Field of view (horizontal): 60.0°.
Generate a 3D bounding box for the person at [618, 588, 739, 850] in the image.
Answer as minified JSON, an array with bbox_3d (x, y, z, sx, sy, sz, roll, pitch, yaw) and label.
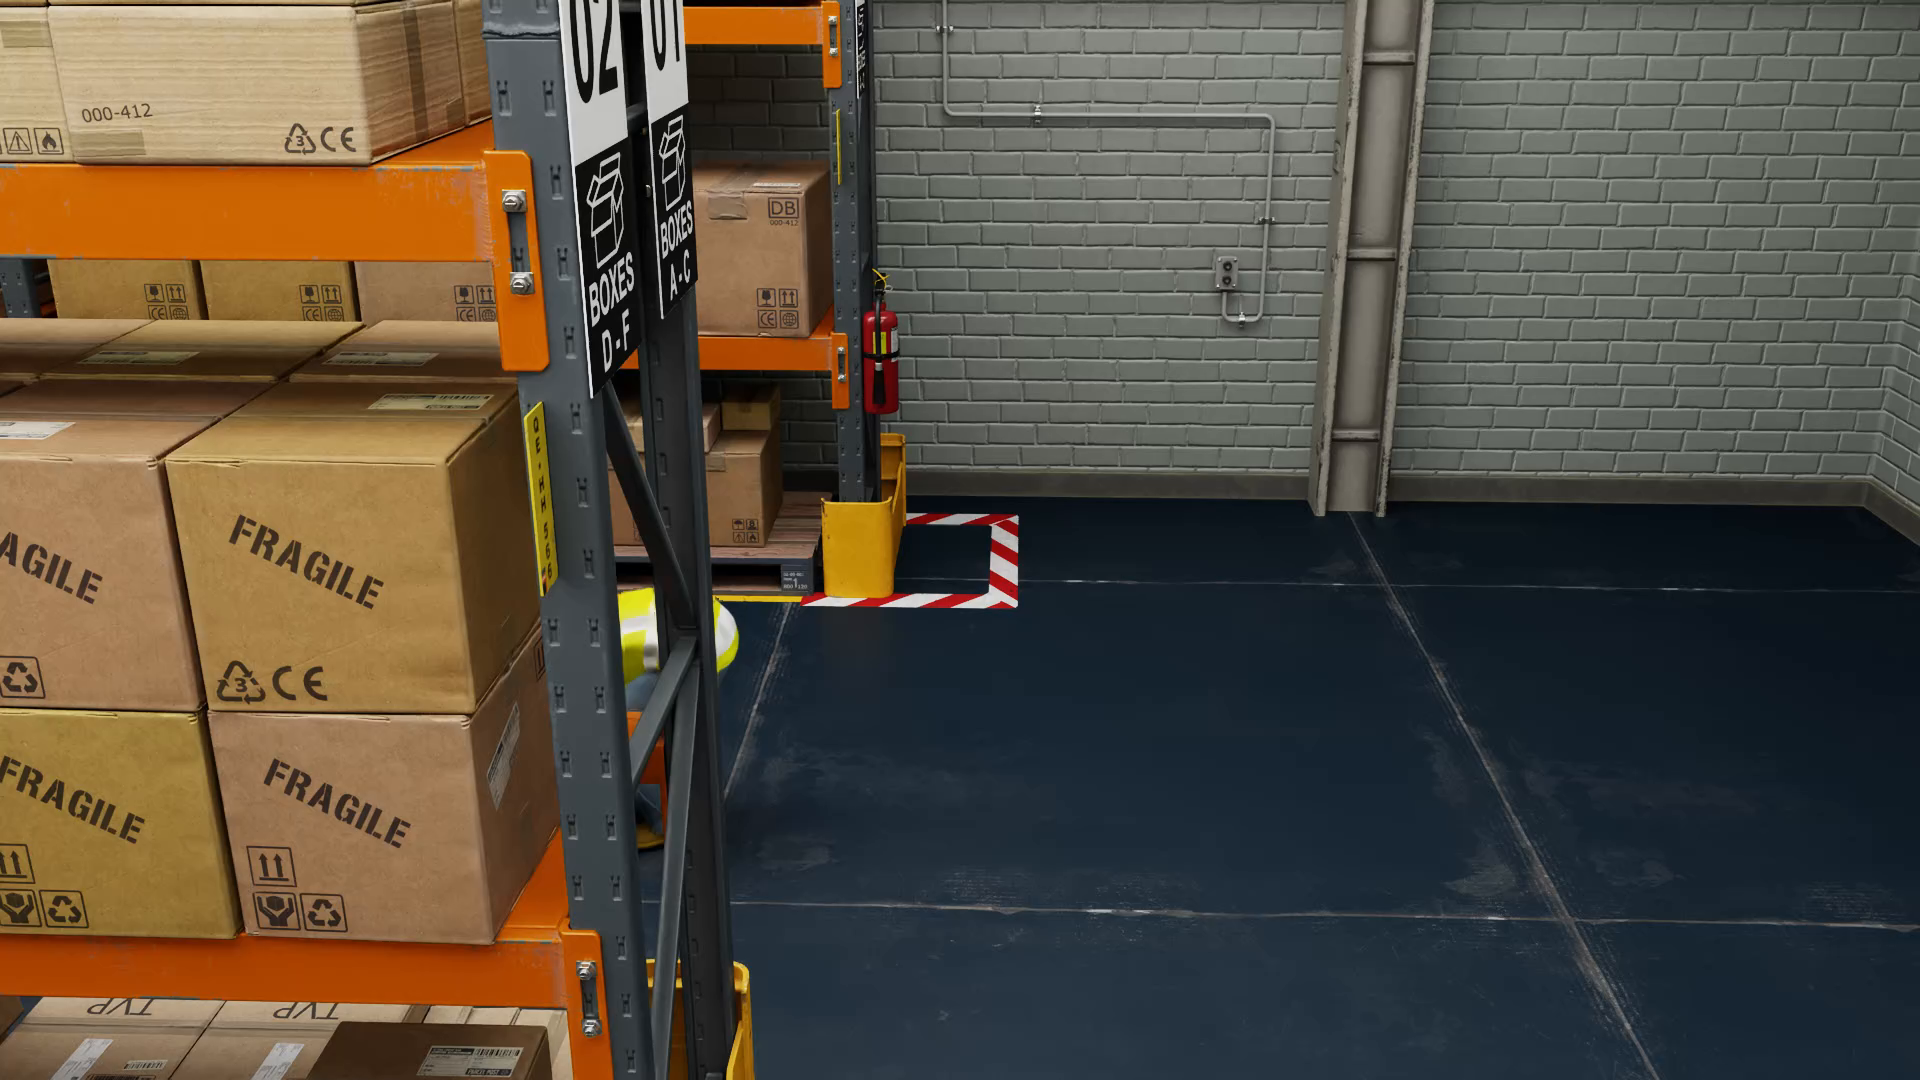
[{"bbox_3d":[-1.287,0.631,6.059,0.975,0.925,0.503,0,21,-1],"label":"person"}]
